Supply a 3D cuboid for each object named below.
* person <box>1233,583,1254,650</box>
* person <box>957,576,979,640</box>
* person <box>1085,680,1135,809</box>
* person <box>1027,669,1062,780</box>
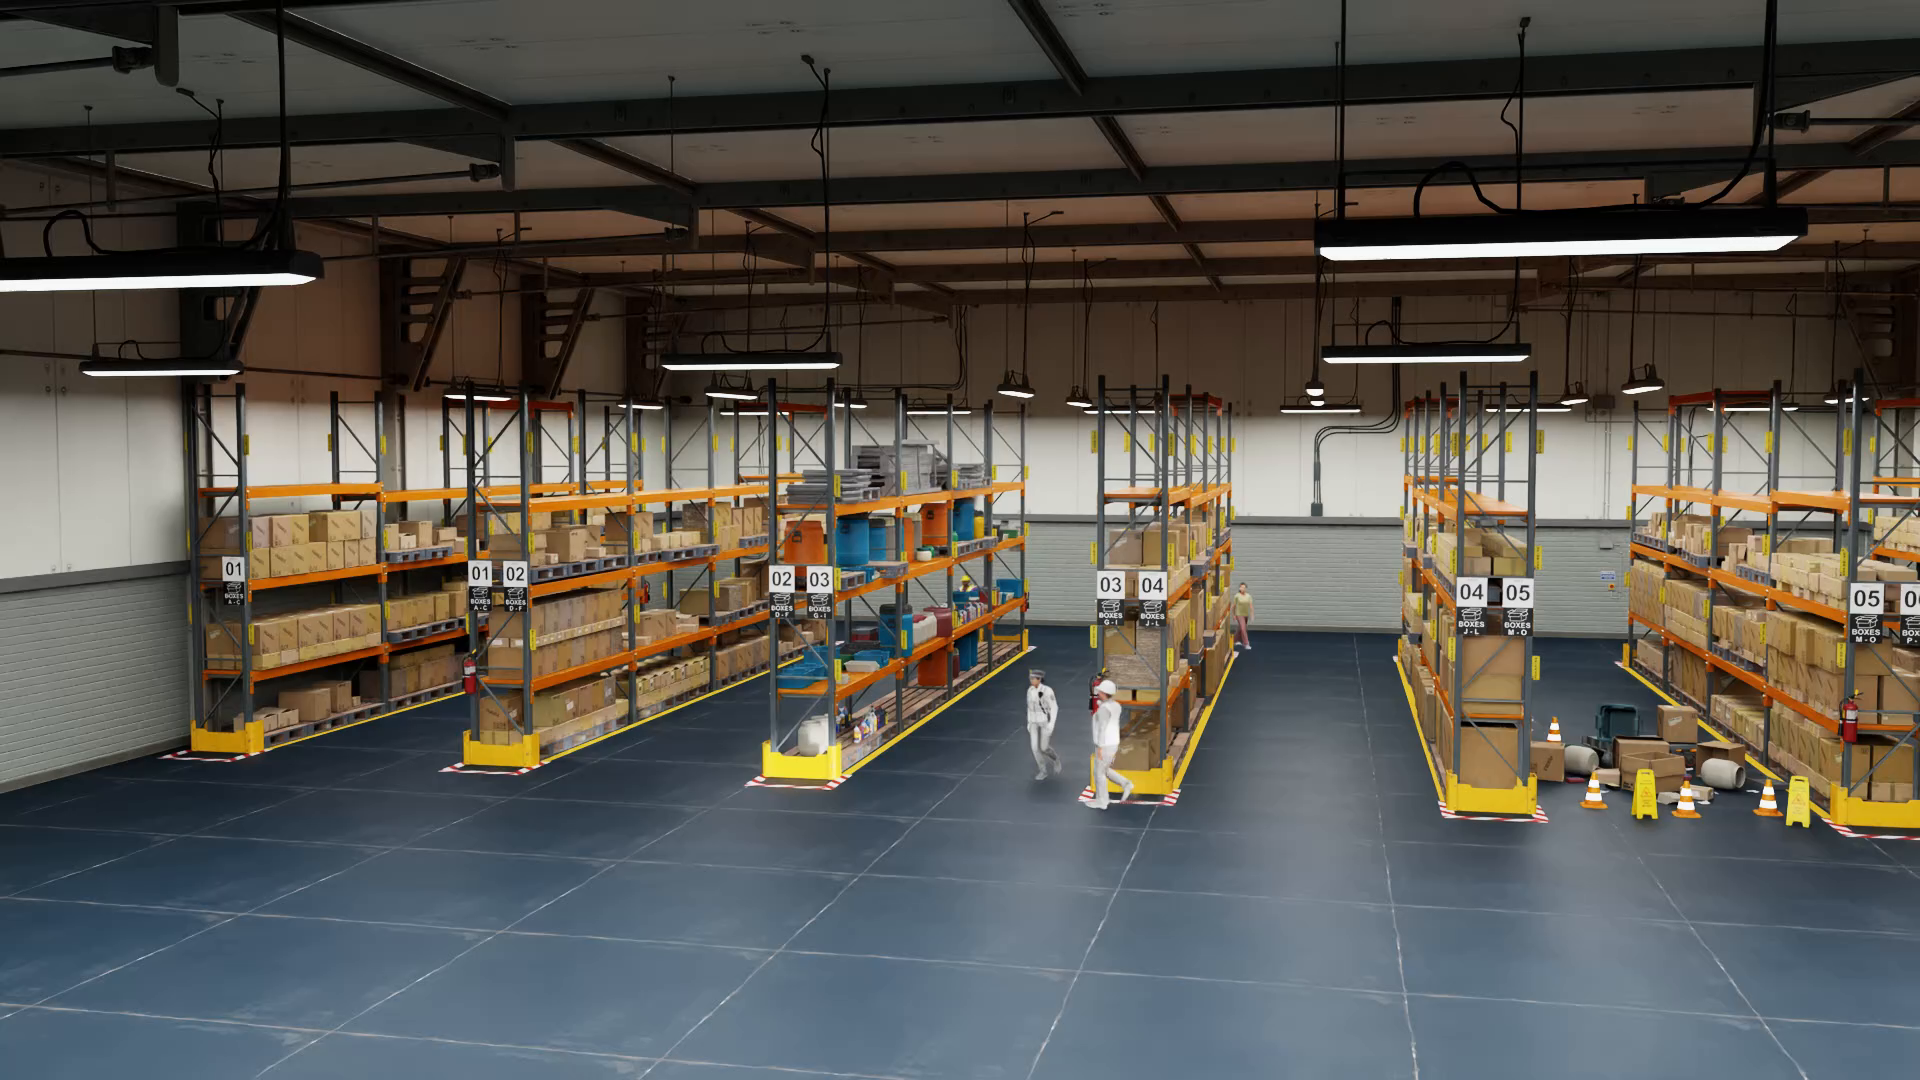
[{"bbox_3d":[6.944,1.846,40.718,0.427,1.604,1.105,-1,4,-22],"label":"person"},{"bbox_3d":[0.127,1.738,41.698,1.098,1.699,0.576,-3,4,-43],"label":"person"},{"bbox_3d":[2.057,2.802,22.807,0.664,1.762,0.530,1,3,11],"label":"person"},{"bbox_3d":[1.253,2.753,25.012,0.565,1.655,0.491,2,4,36],"label":"person"}]
